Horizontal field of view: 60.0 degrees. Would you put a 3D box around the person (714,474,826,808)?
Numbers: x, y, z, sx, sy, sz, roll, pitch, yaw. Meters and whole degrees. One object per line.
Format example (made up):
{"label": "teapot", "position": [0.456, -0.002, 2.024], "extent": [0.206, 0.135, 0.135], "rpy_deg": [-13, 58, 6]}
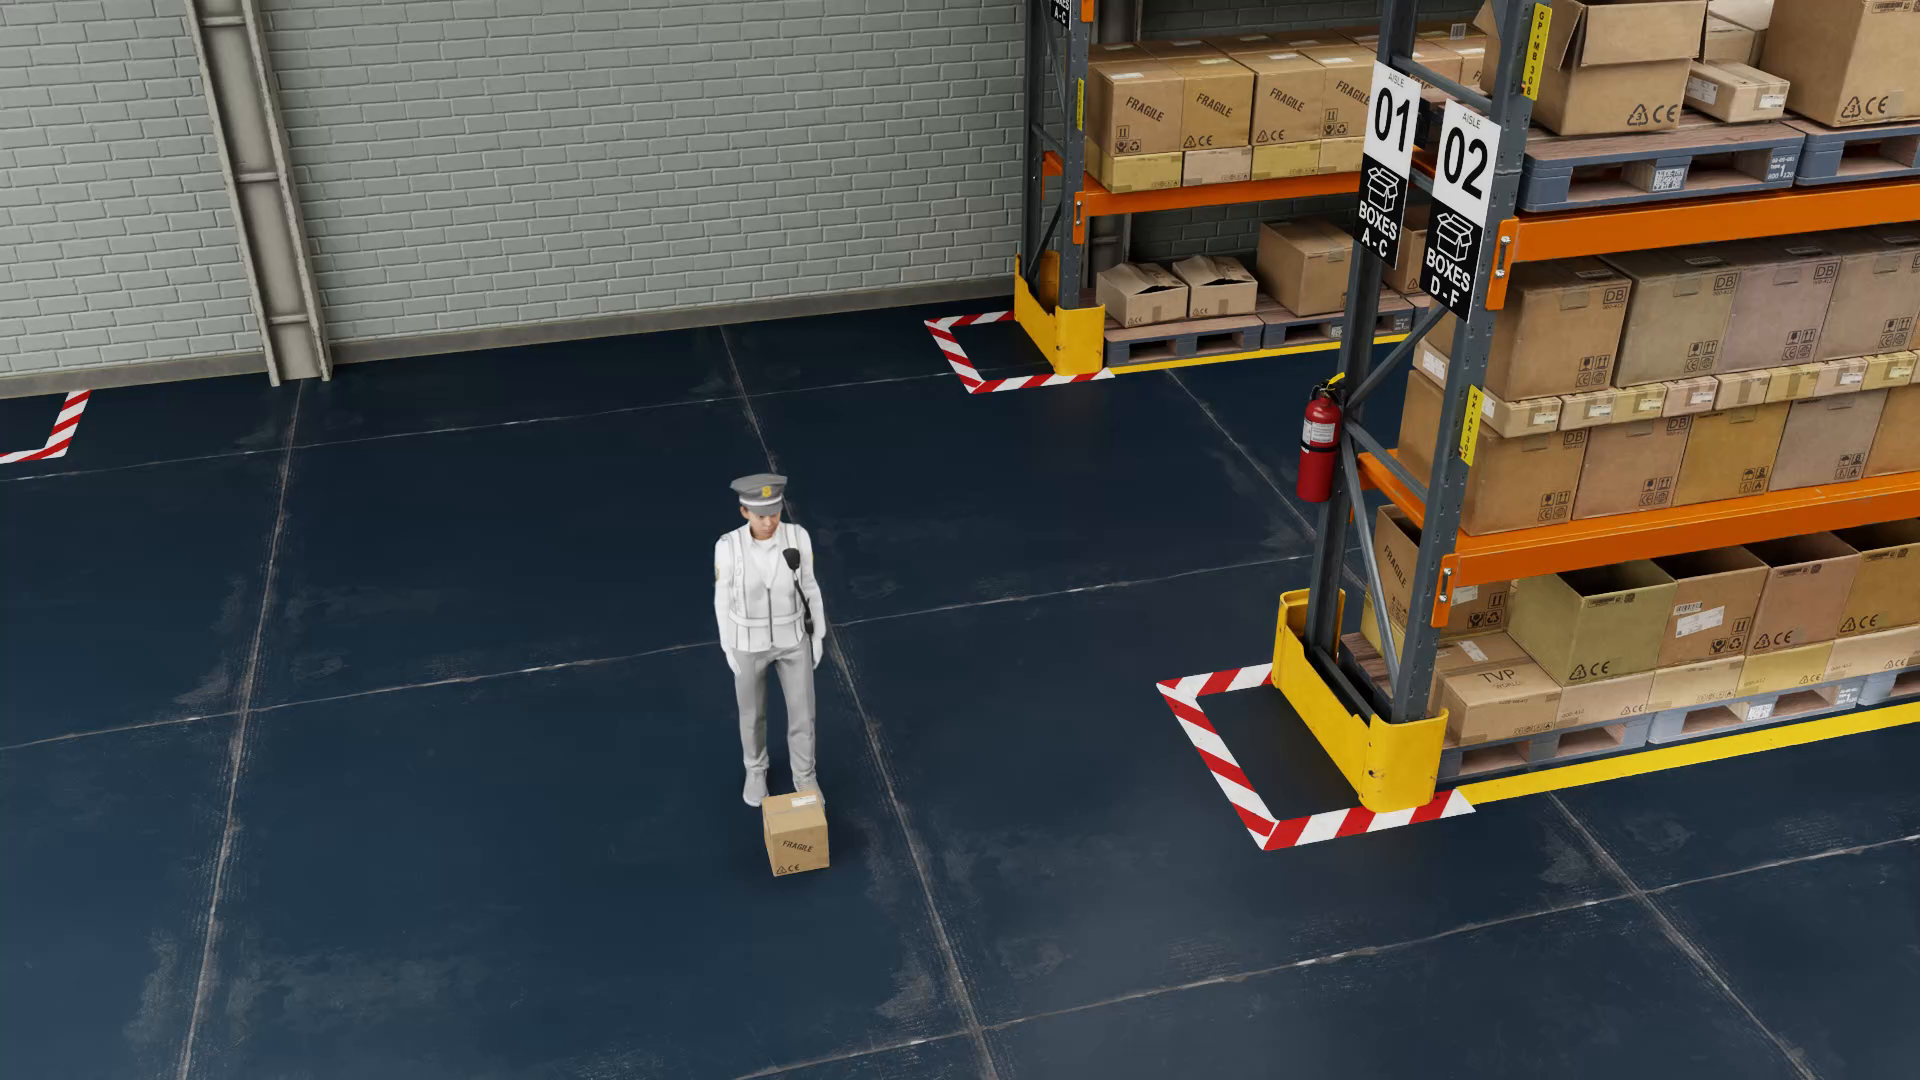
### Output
{"label": "person", "position": [-0.827, 0.474, 7.411], "extent": [0.482, 1.681, 0.422], "rpy_deg": [-7, 31, -12]}
